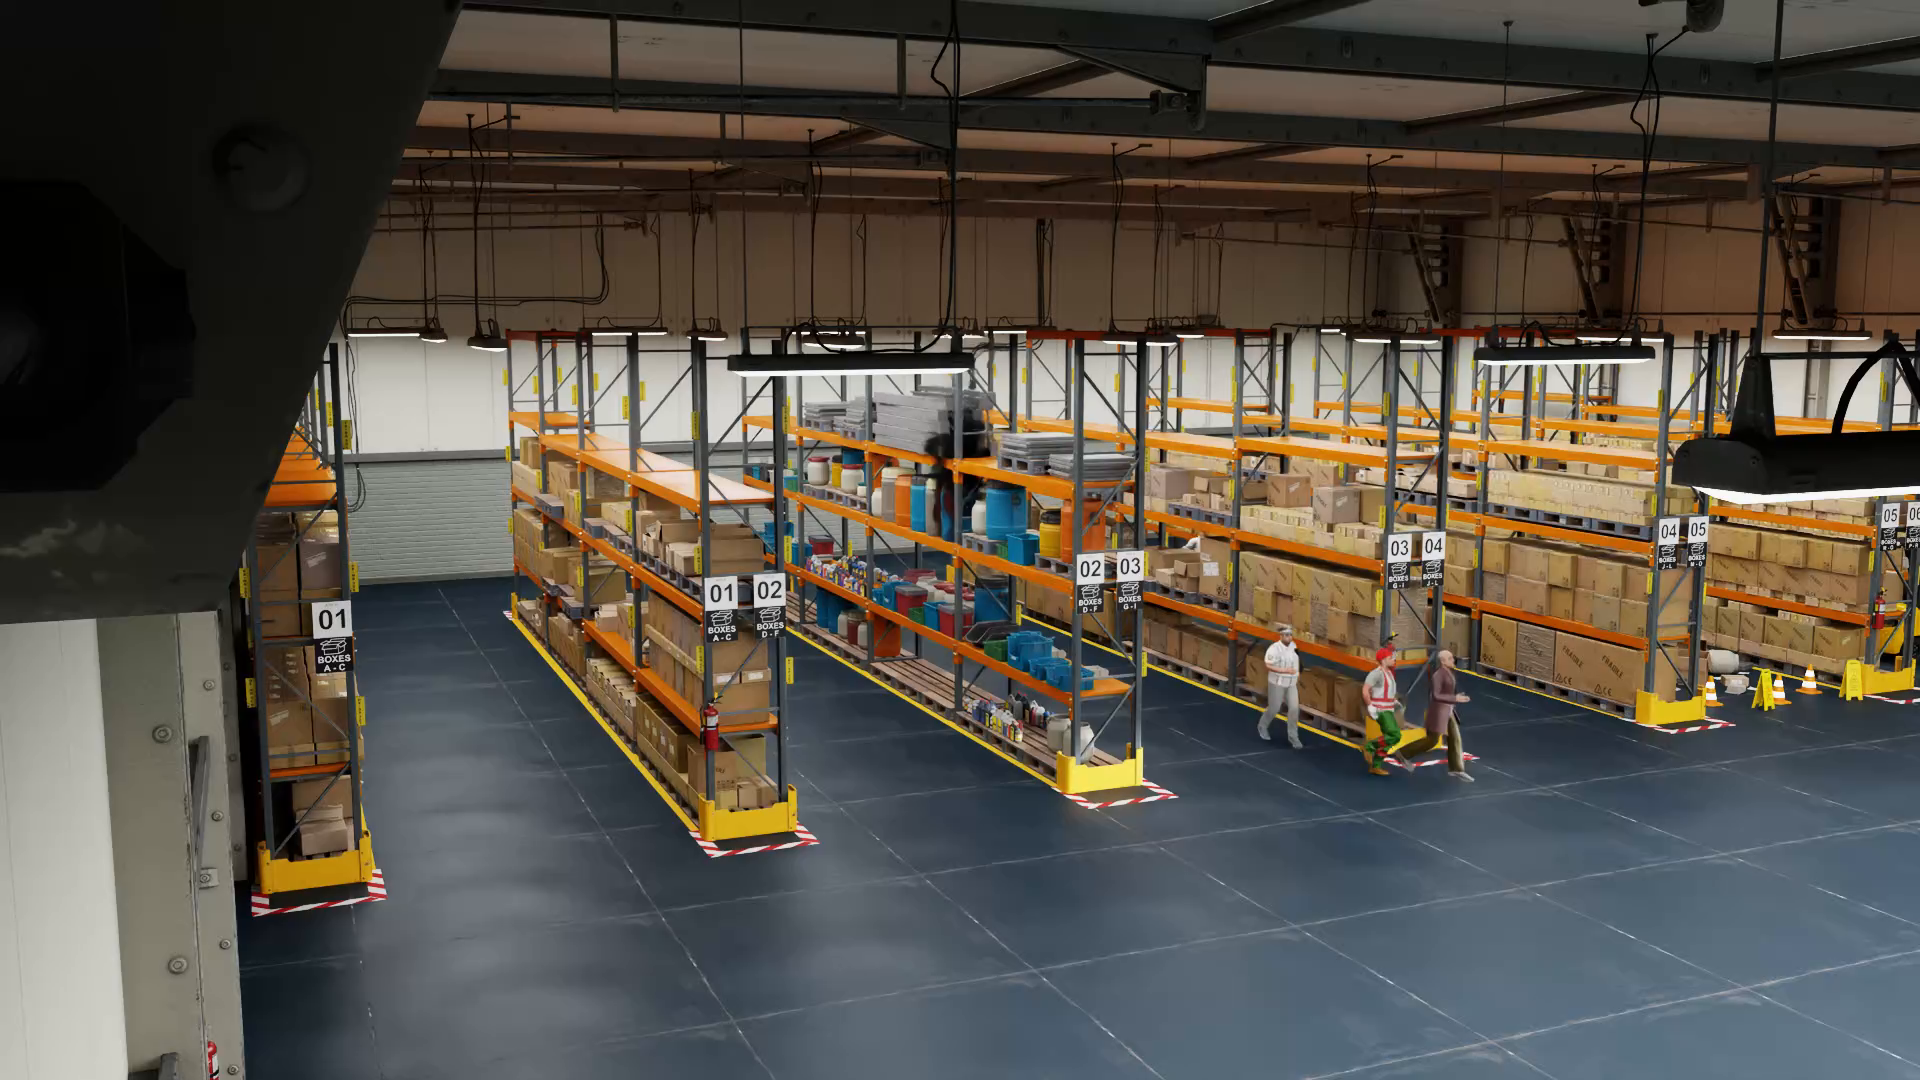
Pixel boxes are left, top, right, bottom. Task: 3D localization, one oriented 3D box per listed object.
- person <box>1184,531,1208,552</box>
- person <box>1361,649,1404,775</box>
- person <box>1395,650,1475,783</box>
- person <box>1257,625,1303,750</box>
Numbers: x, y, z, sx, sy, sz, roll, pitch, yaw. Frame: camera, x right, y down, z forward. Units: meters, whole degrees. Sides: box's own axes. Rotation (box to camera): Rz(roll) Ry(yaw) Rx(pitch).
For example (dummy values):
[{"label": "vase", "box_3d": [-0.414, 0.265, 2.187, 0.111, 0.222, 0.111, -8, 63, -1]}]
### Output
[{"label": "person", "box_3d": [5.232, 0.582, 35.848, 0.710, 1.787, 1.025, -4, 9, -24]}, {"label": "person", "box_3d": [5.892, 2.366, 22.997, 0.537, 1.710, 0.715, 5, 9, 33]}, {"label": "person", "box_3d": [6.515, 2.394, 22.683, 1.055, 1.756, 0.718, 5, 9, 33]}, {"label": "person", "box_3d": [4.746, 2.128, 24.504, 0.679, 1.829, 0.834, -4, 9, -26]}]
